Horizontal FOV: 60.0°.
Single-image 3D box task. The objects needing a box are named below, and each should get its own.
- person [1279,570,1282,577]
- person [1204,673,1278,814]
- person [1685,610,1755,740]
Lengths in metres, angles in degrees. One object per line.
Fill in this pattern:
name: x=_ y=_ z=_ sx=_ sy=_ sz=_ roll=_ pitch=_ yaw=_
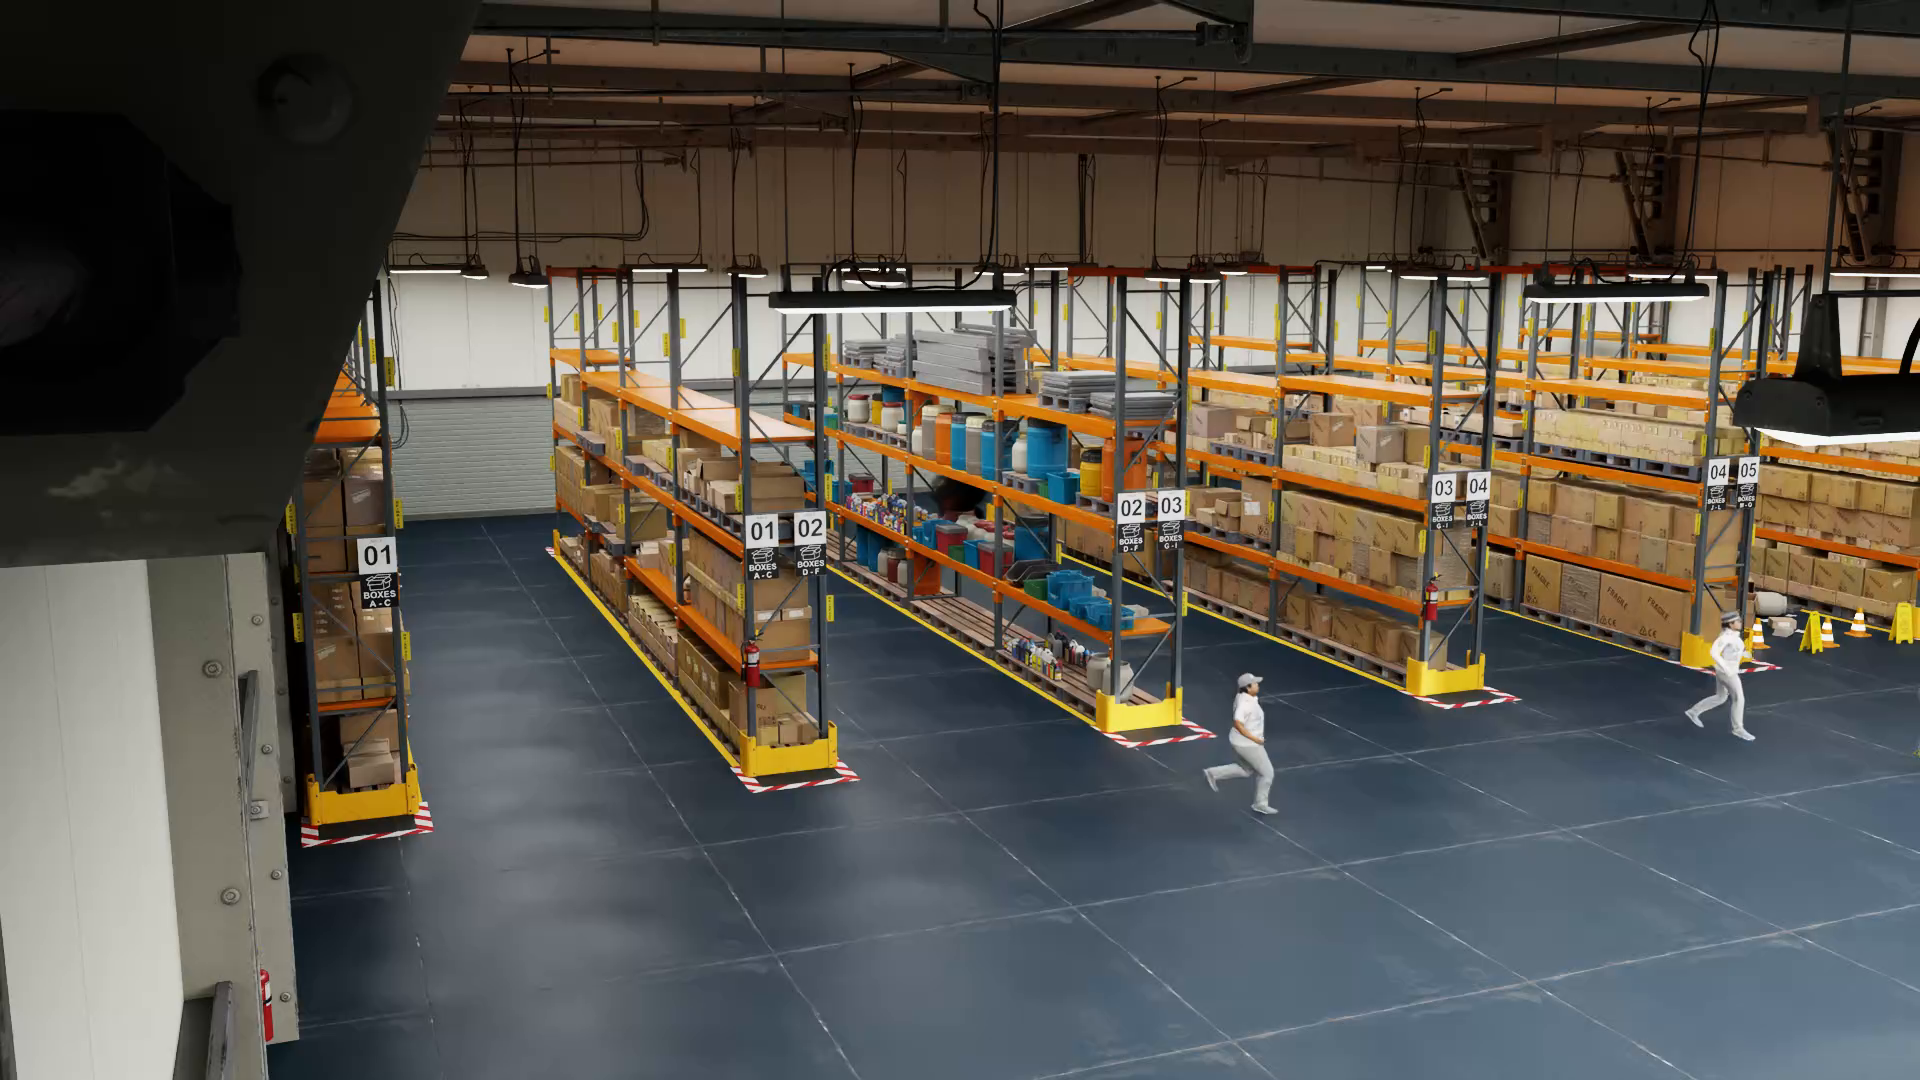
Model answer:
person: x=6.073 y=0.015 z=31.610 sx=0.705 sy=1.736 sz=0.659 roll=-3 pitch=10 yaw=-18
person: x=3.210 y=2.312 z=18.864 sx=0.835 sy=1.645 sz=0.603 roll=0 pitch=10 yaw=-1
person: x=10.019 y=1.741 z=21.811 sx=0.863 sy=1.712 sz=0.602 roll=4 pitch=11 yaw=22
